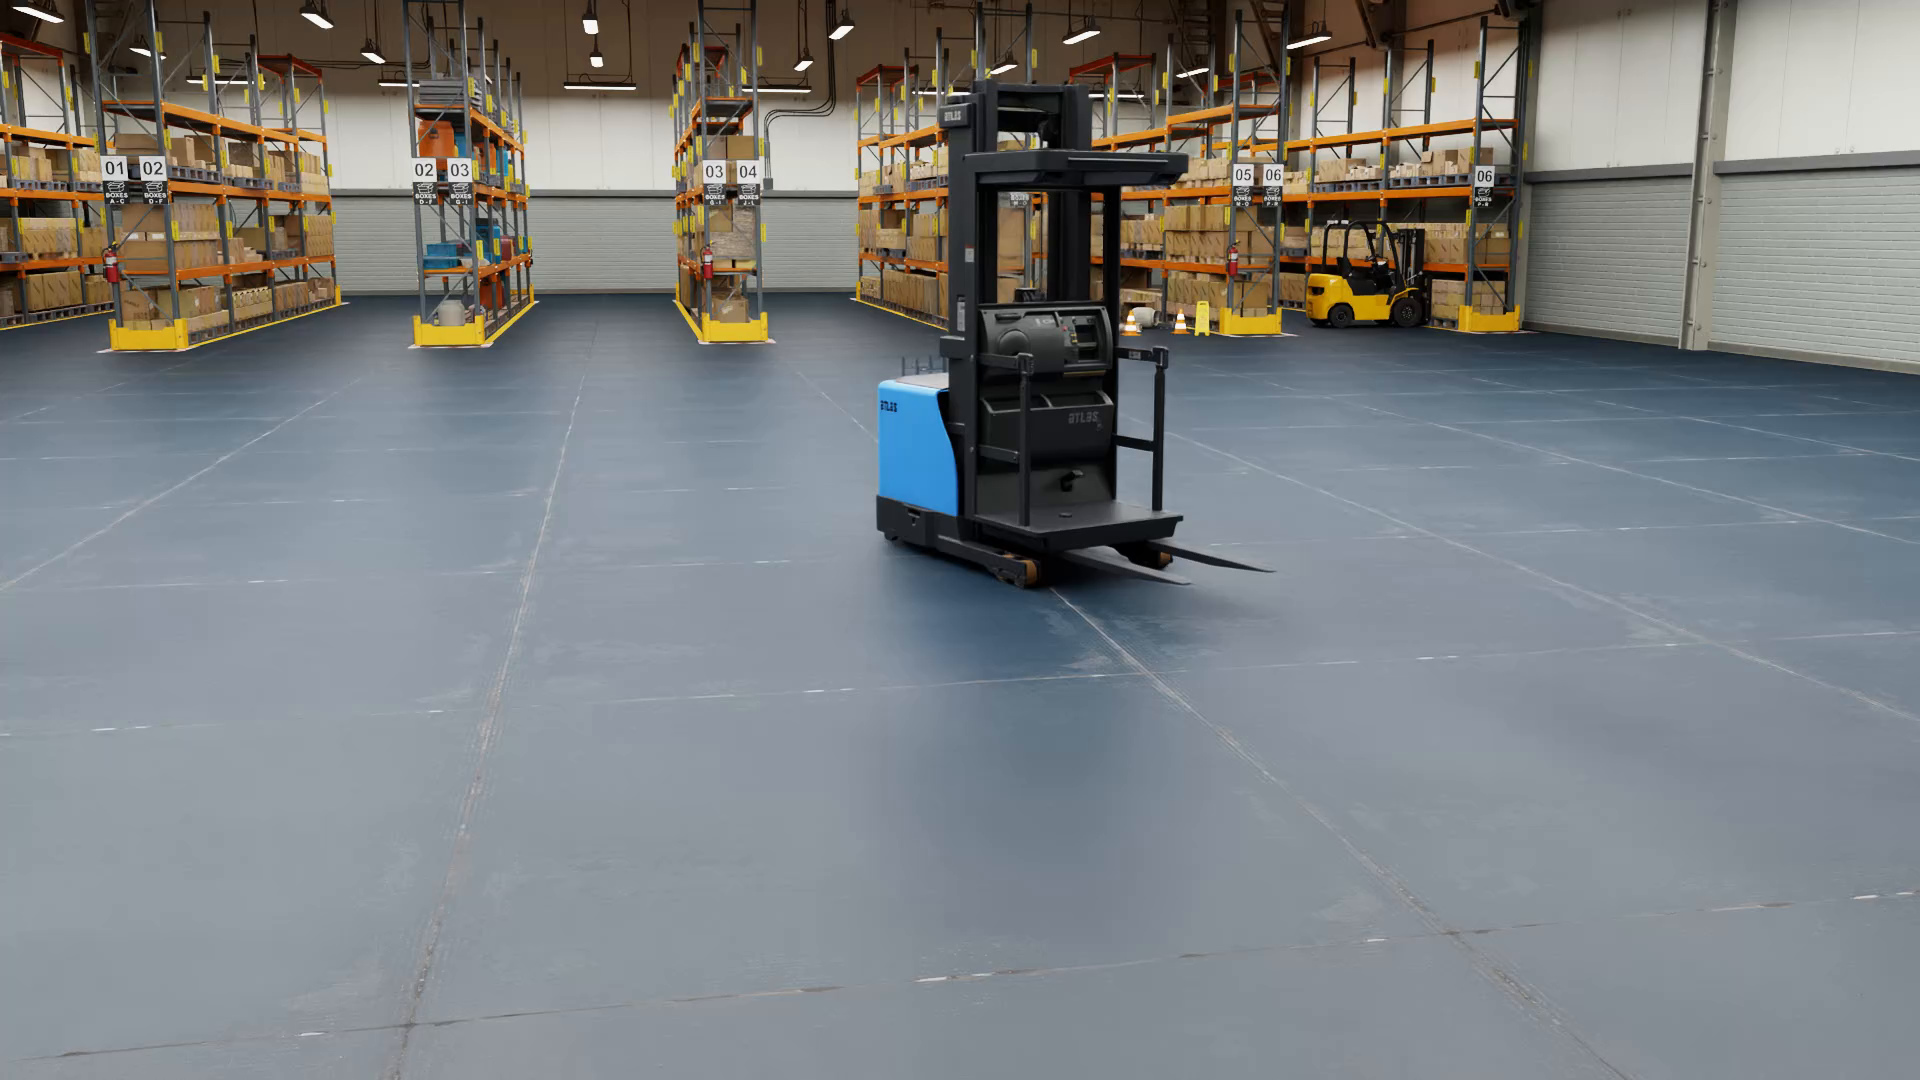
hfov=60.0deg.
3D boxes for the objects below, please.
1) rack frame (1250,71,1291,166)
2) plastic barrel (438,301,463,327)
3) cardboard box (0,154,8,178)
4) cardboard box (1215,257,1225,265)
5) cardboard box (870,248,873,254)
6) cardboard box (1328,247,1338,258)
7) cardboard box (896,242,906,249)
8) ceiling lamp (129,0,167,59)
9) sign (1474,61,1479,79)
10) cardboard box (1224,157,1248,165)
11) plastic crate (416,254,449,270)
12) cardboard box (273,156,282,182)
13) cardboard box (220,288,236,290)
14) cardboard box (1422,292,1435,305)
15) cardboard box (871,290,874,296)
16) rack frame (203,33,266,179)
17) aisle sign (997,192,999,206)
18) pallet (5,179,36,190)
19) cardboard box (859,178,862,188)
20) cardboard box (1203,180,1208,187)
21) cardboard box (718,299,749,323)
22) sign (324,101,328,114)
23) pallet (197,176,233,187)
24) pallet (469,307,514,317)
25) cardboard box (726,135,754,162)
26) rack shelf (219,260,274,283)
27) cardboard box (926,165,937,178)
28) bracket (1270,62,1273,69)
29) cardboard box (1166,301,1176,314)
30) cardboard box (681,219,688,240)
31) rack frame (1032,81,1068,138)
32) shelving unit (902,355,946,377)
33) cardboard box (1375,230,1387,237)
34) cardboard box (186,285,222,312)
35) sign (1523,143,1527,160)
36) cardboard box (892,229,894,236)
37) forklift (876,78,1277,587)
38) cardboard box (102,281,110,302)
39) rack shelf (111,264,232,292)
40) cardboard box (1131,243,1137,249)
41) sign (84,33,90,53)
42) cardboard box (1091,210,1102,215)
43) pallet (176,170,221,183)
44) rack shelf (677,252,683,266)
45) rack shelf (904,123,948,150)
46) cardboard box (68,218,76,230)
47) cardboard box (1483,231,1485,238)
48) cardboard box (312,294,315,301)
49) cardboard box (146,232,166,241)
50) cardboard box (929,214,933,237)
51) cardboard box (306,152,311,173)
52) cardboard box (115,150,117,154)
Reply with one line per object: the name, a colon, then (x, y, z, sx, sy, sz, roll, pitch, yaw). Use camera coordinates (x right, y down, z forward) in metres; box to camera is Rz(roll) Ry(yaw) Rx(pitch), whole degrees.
rack frame: (8.170, -10.789, 43.816, 1.000, 3.000, 0.127, -2, 11, -11)
plastic barrel: (-9.146, -4.022, 29.835, 0.421, 0.512, 0.421, 0, 11, 0)
cardboard box: (-20.366, -7.851, 34.955, 0.700, 0.500, 0.500, -3, 11, -15)
cardboard box: (5.195, -5.440, 32.428, 0.380, 0.149, 0.250, -2, 11, -12)
cardboard box: (-2.194, -7.667, 44.129, 0.380, 0.149, 0.250, -2, 11, -10)
cardboard box: (8.995, -6.758, 39.082, 0.500, 0.250, 0.500, -2, 11, -13)
cardboard box: (-1.303, -6.886, 38.899, 0.380, 0.149, 0.250, -2, 11, -10)
ceiling lamp: (-18.081, -12.524, 37.318, 0.800, 3.185, 2.000, -2, 11, -11)
sign: (9.969, -9.069, 32.068, 0.100, 0.325, 0.005, -2, 11, -11)
cardboard box: (5.280, -7.253, 31.800, 0.380, 0.149, 0.250, -2, 11, -10)
plastic crate: (-9.334, -4.928, 29.461, 0.499, 0.251, 0.616, -2, 11, -11)
cardboard box: (-15.959, -8.502, 38.165, 0.600, 0.600, 0.600, -2, 11, -12)
cardboard box: (-15.435, -5.136, 34.888, 0.500, 0.311, 0.500, -2, 11, -12)
cardboard box: (9.895, -5.007, 34.373, 0.500, 0.250, 0.500, -2, 11, -12)
cardboard box: (-2.146, -6.518, 43.919, 0.380, 0.149, 0.250, -2, 11, -11)
rack frame: (-15.359, -9.155, 35.227, 1.000, 3.000, 0.127, -2, 11, -11)
aisle sign: (0.519, -6.515, 30.450, 0.394, 0.787, 0.004, -2, 11, -11)
pallet: (-20.395, -7.524, 35.186, 1.213, 0.211, 1.003, -2, 11, -8)
cardboard box: (-2.480, -9.750, 45.441, 0.500, 0.250, 0.500, -2, 11, -10)
cardboard box: (5.070, -7.102, 33.135, 0.380, 0.149, 0.250, -2, 11, -13)
cardboard box: (-4.190, -4.193, 30.768, 0.500, 0.500, 0.500, 0, 11, 0)
sign: (-16.366, -11.175, 42.920, 0.100, 0.325, 0.005, -2, 11, -11)
pallet: (-14.765, -7.015, 32.519, 0.805, 0.209, 1.217, -3, 11, -13)
pallet: (-10.694, -5.160, 37.744, 1.003, 0.211, 1.213, -2, 11, -11)
cardboard box: (-4.109, -7.296, 31.086, 0.500, 0.500, 0.500, -2, 11, -11)
rack shelf: (-14.970, -5.487, 33.928, 1.077, 0.370, 4.000, -2, 11, -11)
cardboard box: (-0.434, -7.869, 35.506, 0.500, 0.250, 0.500, -2, 11, -11)
bracket: (8.490, -12.781, 44.655, 0.235, 0.232, 0.430, -2, 11, -11)
cardboard box: (4.708, -4.931, 35.314, 0.500, 0.250, 0.500, -3, 11, -14)
cardboard box: (-6.771, -7.816, 41.840, 0.500, 0.500, 0.500, -2, 11, -9)
rack frame: (2.524, -11.342, 46.719, 1.000, 3.000, 0.127, -2, 11, -11)
shelving unit: (-0.247, -0.661, 11.463, 0.258, 1.200, 0.189, -7, 13, -32)
cardboard box: (9.442, -6.797, 36.885, 0.380, 0.149, 0.250, -2, 11, -9)
cardboard box: (-14.191, -4.529, 31.192, 0.500, 0.500, 0.500, -2, 11, -11)
sign: (11.049, -7.602, 32.545, 0.100, 0.325, 0.005, -2, 11, -11)
cardboard box: (-1.399, -7.272, 39.336, 0.380, 0.149, 0.250, -2, 11, -9)
forklift: (0.652, -1.261, 9.985, 1.130, 2.935, 3.031, -7, 13, -32)
cardboard box: (-21.232, -6.066, 40.607, 0.700, 0.500, 0.500, -2, 11, -10)
rack shelf: (-14.192, -4.754, 30.074, 1.077, 0.370, 4.000, -2, 11, -11)
cardboard box: (4.147, -6.747, 38.169, 0.380, 0.149, 0.250, -1, 11, -8)
sign: (-14.338, -8.168, 27.334, 0.100, 0.325, 0.005, -2, 11, -11)
cardboard box: (3.495, -8.587, 43.616, 0.380, 0.149, 0.250, -2, 11, -12)
pallet: (-14.390, -6.748, 30.845, 1.003, 0.211, 1.213, -2, 11, -11)
rack shelf: (-6.808, -7.314, 43.526, 1.077, 0.370, 4.000, -2, 11, -11)
rack shelf: (-0.367, -8.759, 36.144, 1.077, 0.370, 4.000, -2, 11, -11)
cardboard box: (-20.653, -7.257, 38.182, 0.500, 0.250, 0.500, -2, 11, -10)
cardboard box: (10.582, -6.124, 33.346, 0.380, 0.149, 0.250, -2, 11, -11)
cardboard box: (-16.184, -6.009, 41.144, 0.380, 0.166, 0.250, -2, 11, -11)
cardboard box: (-13.668, -5.188, 28.429, 0.380, 0.149, 0.250, -2, 11, -11)
cardboard box: (-0.280, -6.813, 36.030, 0.700, 0.500, 0.500, -2, 11, -11)
cardboard box: (-16.330, -9.231, 40.710, 0.700, 0.500, 0.500, -2, 11, -11)
cardboard box: (-14.286, -6.617, 28.820, 0.500, 0.250, 0.500, -2, 11, -11)
